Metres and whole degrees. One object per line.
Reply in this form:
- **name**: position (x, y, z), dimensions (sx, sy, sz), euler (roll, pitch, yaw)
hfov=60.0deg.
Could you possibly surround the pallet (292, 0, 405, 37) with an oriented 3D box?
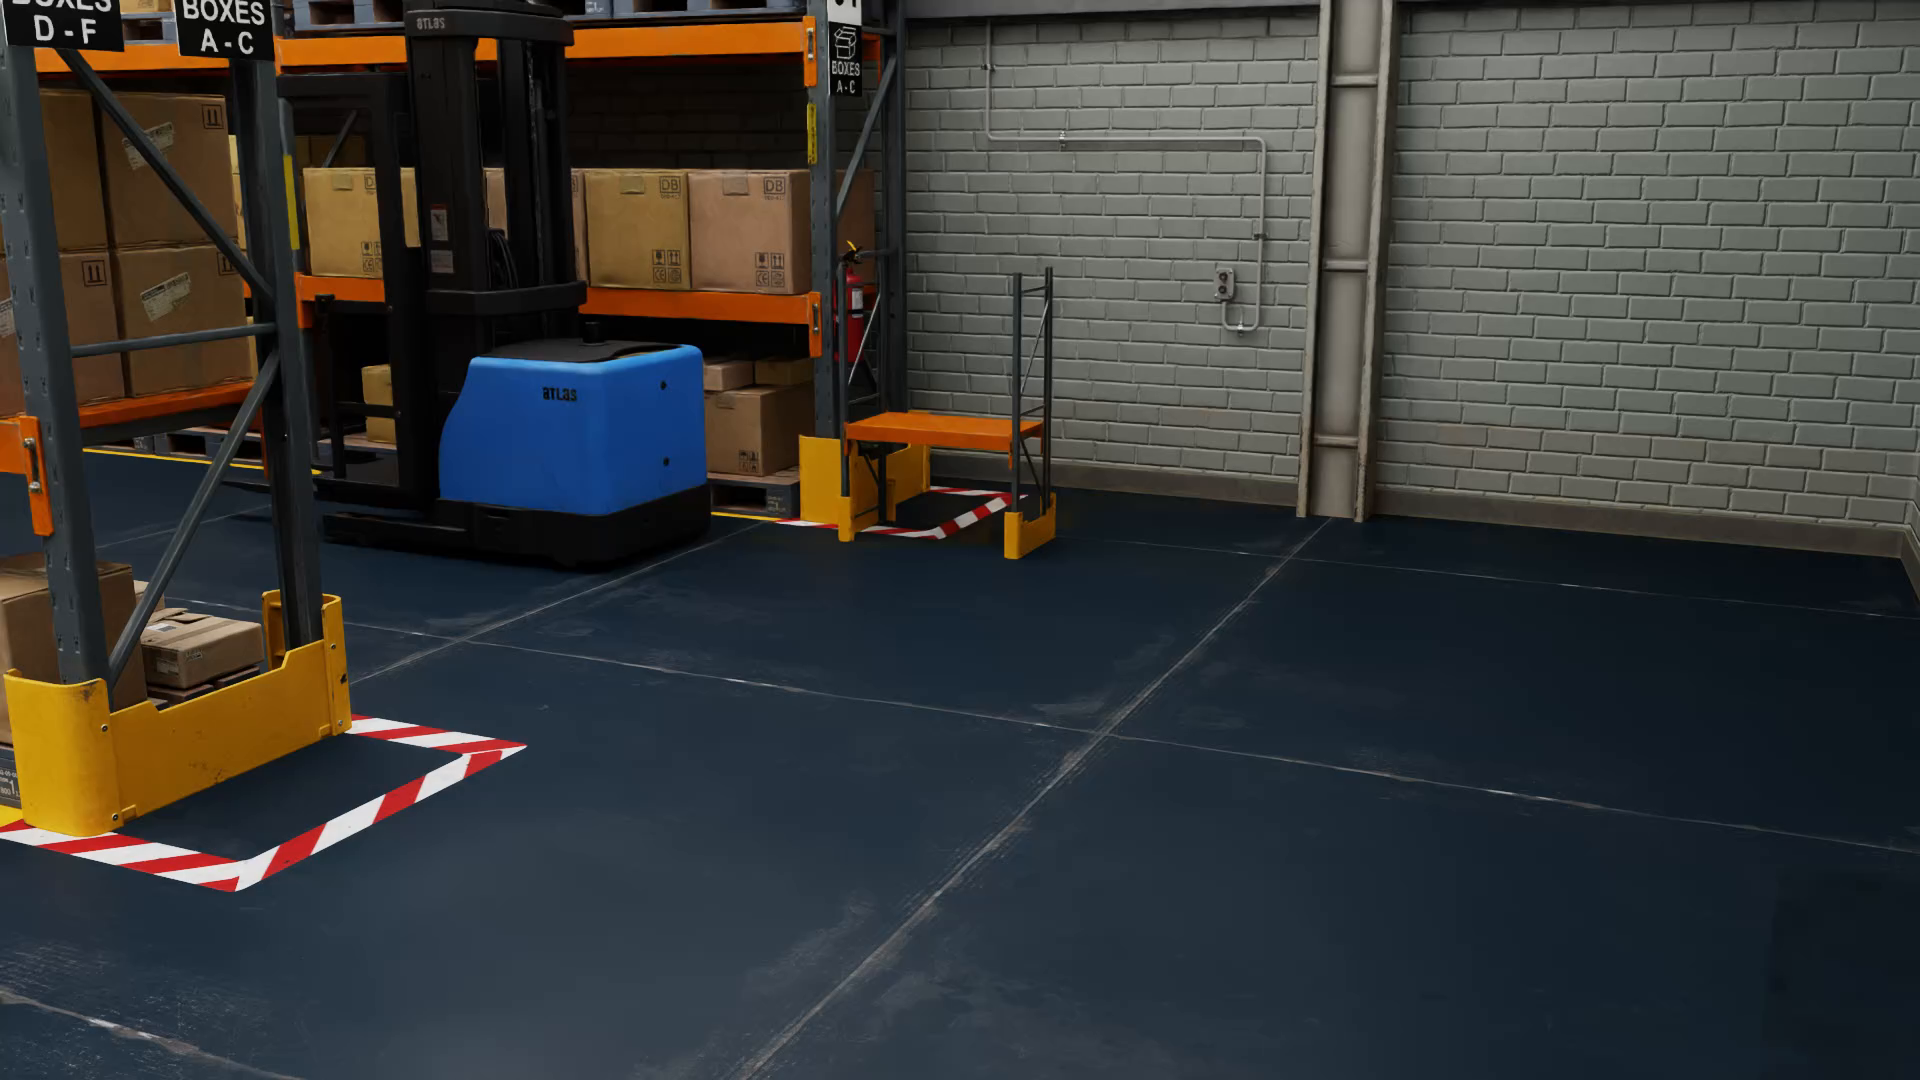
- **pallet**: position (-3.499, -3.391, 10.770), dimensions (1.213, 0.211, 1.003), euler (6, 14, 23)

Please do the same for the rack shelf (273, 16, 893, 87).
- **rack shelf**: position (-2.414, -2.977, 10.385), dimensions (4.000, 0.370, 1.077), euler (6, 14, 23)

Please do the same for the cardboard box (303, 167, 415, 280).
- **cardboard box**: position (-3.753, -2.145, 11.172), dimensions (0.700, 0.700, 0.980), euler (6, 14, 24)

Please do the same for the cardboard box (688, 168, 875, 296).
- **cardboard box**: position (-1.056, -1.873, 10.015), dimensions (0.700, 0.700, 0.980), euler (7, 15, 26)

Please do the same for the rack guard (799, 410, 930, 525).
- **rack guard**: position (-0.564, -0.463, 10.133), dimensions (0.348, 0.500, 1.175), euler (6, 14, 23)

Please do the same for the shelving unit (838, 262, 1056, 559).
- **shelving unit**: position (-0.070, -0.737, 9.114), dimensions (1.083, 1.500, 0.587), euler (6, 14, 23)

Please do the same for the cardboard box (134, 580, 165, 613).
- **cardboard box**: position (-3.428, 0.322, 6.374), dimensions (0.500, 0.250, 0.500), euler (6, 14, 23)

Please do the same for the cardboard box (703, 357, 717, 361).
- **cardboard box**: position (-1.691, -1.027, 10.196), dimensions (0.250, 0.149, 0.380), euler (6, 15, 25)

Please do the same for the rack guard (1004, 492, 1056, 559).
- **rack guard**: position (0.386, -0.083, 9.060), dimensions (0.087, 0.250, 0.587), euler (6, 14, 23)

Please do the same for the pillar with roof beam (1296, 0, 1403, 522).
- **pillar with roof beam**: position (0.490, -3.634, 5.045), dimensions (0.400, 9.000, 9.100), euler (6, 14, 23)

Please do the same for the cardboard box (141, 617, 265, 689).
- **cardboard box**: position (-2.832, 0.416, 6.193), dimensions (0.250, 0.149, 0.380), euler (6, 14, 23)

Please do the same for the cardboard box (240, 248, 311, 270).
- **cardboard box**: position (-4.667, -1.912, 11.342), dimensions (0.250, 0.149, 0.380), euler (6, 14, 24)

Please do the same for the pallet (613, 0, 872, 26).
- **pallet**: position (-1.268, -3.166, 9.808), dimensions (1.213, 0.211, 1.003), euler (6, 14, 23)

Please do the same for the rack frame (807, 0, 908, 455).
- **rack frame**: position (-0.586, -1.682, 9.857), dimensions (0.127, 3.000, 1.000), euler (6, 14, 23)

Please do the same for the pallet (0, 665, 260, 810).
- **pallet**: position (-3.387, 0.630, 6.108), dimensions (1.213, 0.211, 1.003), euler (6, 14, 23)

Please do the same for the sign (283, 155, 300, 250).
- **sign**: position (-2.369, -1.182, 5.831), dimensions (0.005, 0.325, 0.100), euler (6, 14, 23)

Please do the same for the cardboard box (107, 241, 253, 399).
- **cardboard box**: position (-2.888, -0.792, 5.845), dimensions (0.500, 0.500, 0.500), euler (6, 15, 24)

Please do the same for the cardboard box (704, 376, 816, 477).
- **cardboard box**: position (-1.266, -0.713, 10.282), dimensions (0.500, 0.500, 0.700), euler (6, 14, 23)

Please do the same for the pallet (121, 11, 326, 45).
- **pallet**: position (-5.101, -3.494, 11.431), dimensions (1.217, 0.209, 0.805), euler (5, 14, 21)

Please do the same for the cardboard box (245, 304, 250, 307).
- **cardboard box**: position (-5.704, -1.325, 12.121), dimensions (0.750, 0.750, 0.750), euler (6, 15, 25)

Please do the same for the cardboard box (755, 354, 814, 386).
- **cardboard box**: position (-1.071, -1.059, 10.336), dimensions (0.250, 0.149, 0.380), euler (6, 14, 24)

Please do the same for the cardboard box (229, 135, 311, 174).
- **cardboard box**: position (-4.773, -2.610, 11.258), dimensions (0.500, 0.250, 0.500), euler (6, 15, 25)

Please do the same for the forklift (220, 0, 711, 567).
- **forklift**: position (-2.951, -1.494, 9.206), dimensions (3.031, 2.935, 1.130), euler (6, 15, 24)

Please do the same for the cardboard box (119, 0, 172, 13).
- **cardboard box**: position (-5.538, -3.918, 11.637), dimensions (0.500, 0.500, 0.700), euler (5, 14, 22)

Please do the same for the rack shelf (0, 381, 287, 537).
- **rack shelf**: position (-4.417, -0.482, 6.317), dimensions (4.000, 0.370, 1.077), euler (6, 14, 23)

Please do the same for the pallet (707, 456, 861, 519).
- **pallet**: position (-1.348, -0.382, 10.421), dimensions (1.213, 0.211, 1.003), euler (6, 14, 23)

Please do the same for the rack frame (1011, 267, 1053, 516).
- **rack frame**: position (0.387, -0.691, 8.917), dimensions (0.032, 1.500, 0.500), euler (6, 14, 23)

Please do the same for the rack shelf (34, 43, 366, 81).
- **rack shelf**: position (-6.071, -3.347, 11.963), dimensions (4.000, 0.370, 1.077), euler (6, 14, 23)

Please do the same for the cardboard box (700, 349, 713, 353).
- **cardboard box**: position (-1.763, -1.129, 10.635), dimensions (0.250, 0.149, 0.380), euler (6, 14, 24)

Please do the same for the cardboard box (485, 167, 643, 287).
- **cardboard box**: position (-2.419, -2.011, 10.601), dimensions (0.700, 0.700, 0.980), euler (5, 14, 21)

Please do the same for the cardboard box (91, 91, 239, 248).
- **cardboard box**: position (-2.888, -1.279, 5.730), dimensions (0.500, 0.500, 0.500), euler (6, 15, 25)

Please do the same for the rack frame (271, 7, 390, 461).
- **rack frame**: position (-4.243, -2.052, 11.435), dimensions (0.127, 3.000, 1.000), euler (6, 14, 23)

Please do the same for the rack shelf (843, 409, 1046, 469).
- **rack shelf**: position (-0.078, -0.563, 9.158), dimensions (1.000, 0.185, 0.538), euler (6, 14, 23)

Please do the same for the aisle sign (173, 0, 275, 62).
- **aisle sign**: position (-2.407, -1.968, 5.384), dimensions (0.004, 0.787, 0.394), euler (6, 14, 23)

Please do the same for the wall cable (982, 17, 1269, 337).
- **wall cable**: position (0.968, -2.256, 10.078), dimensions (1.851, 1.984, 0.084), euler (6, 14, 23)
